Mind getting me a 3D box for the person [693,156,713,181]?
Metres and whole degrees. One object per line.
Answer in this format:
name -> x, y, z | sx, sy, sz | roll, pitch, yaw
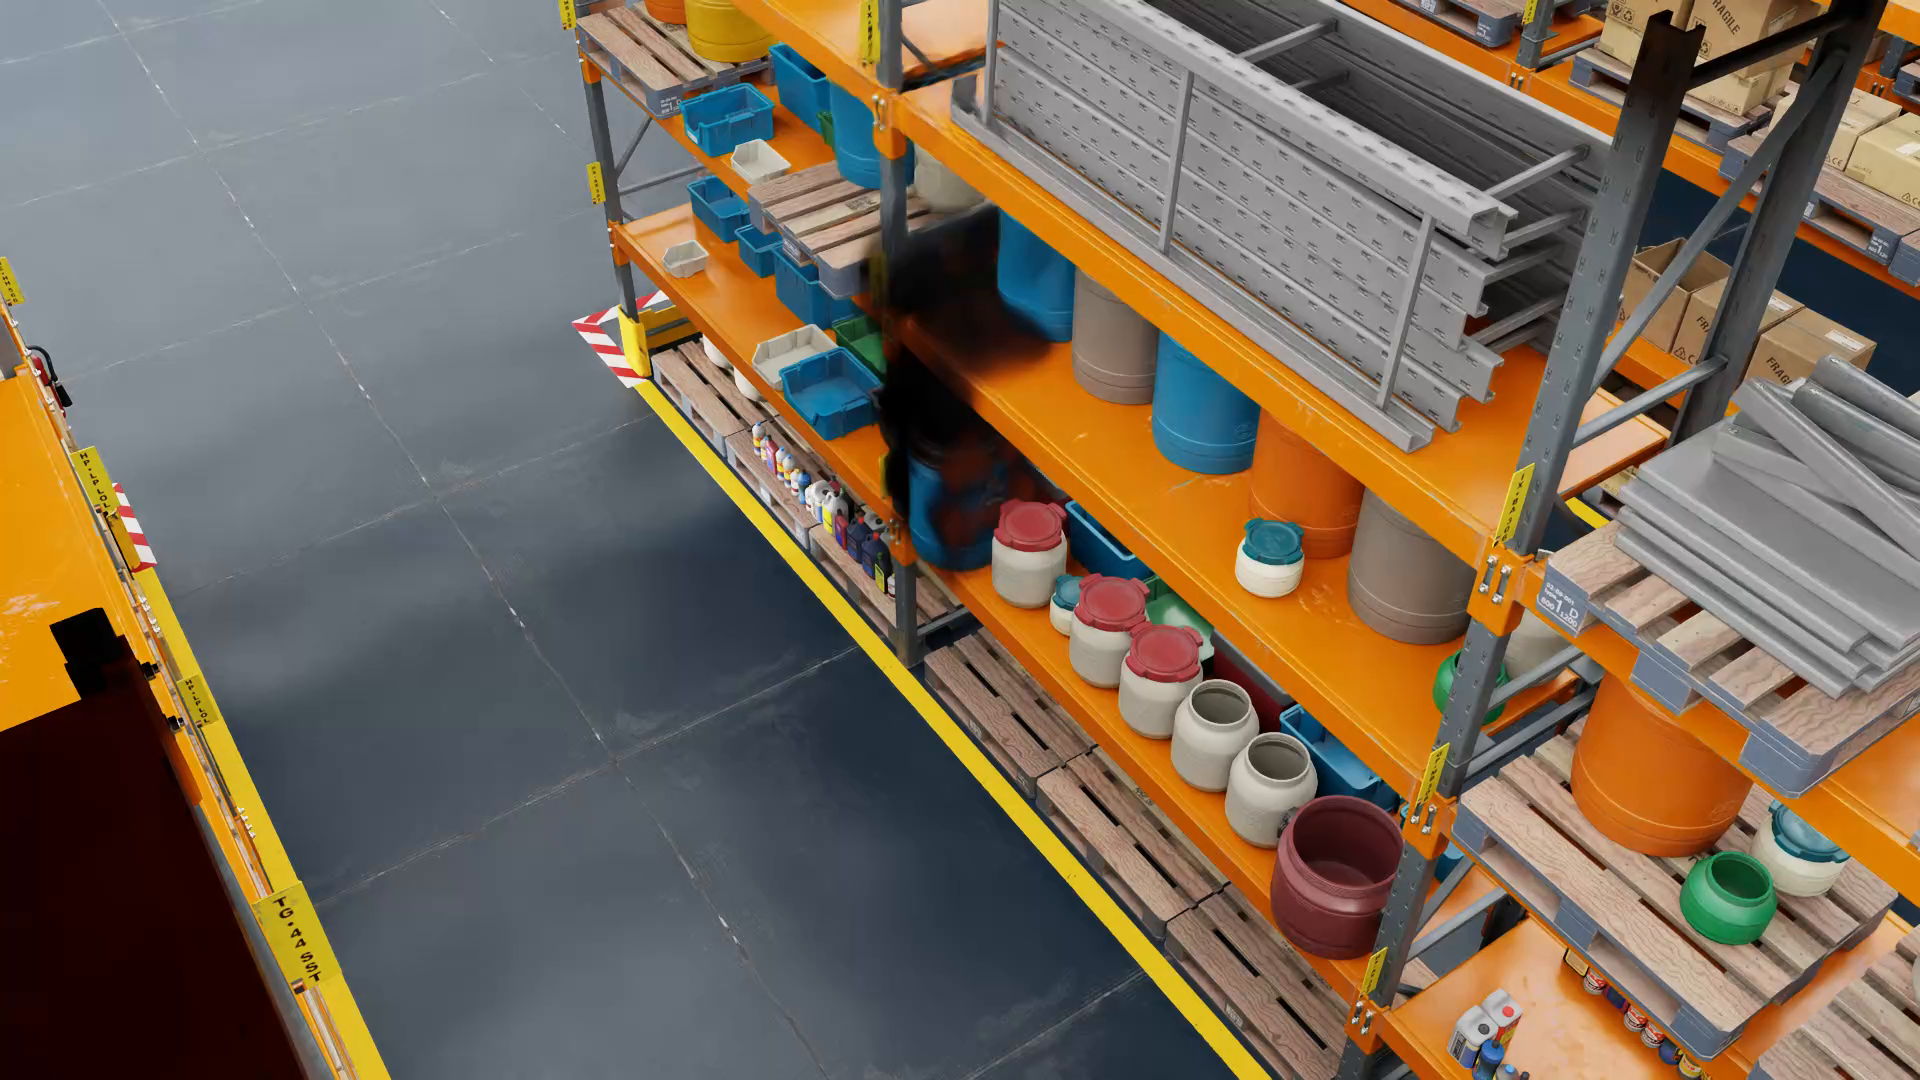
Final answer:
person -> -2.008, -3.159, 13.876 | 0.837, 1.790, 0.677 | 16, 45, 17
